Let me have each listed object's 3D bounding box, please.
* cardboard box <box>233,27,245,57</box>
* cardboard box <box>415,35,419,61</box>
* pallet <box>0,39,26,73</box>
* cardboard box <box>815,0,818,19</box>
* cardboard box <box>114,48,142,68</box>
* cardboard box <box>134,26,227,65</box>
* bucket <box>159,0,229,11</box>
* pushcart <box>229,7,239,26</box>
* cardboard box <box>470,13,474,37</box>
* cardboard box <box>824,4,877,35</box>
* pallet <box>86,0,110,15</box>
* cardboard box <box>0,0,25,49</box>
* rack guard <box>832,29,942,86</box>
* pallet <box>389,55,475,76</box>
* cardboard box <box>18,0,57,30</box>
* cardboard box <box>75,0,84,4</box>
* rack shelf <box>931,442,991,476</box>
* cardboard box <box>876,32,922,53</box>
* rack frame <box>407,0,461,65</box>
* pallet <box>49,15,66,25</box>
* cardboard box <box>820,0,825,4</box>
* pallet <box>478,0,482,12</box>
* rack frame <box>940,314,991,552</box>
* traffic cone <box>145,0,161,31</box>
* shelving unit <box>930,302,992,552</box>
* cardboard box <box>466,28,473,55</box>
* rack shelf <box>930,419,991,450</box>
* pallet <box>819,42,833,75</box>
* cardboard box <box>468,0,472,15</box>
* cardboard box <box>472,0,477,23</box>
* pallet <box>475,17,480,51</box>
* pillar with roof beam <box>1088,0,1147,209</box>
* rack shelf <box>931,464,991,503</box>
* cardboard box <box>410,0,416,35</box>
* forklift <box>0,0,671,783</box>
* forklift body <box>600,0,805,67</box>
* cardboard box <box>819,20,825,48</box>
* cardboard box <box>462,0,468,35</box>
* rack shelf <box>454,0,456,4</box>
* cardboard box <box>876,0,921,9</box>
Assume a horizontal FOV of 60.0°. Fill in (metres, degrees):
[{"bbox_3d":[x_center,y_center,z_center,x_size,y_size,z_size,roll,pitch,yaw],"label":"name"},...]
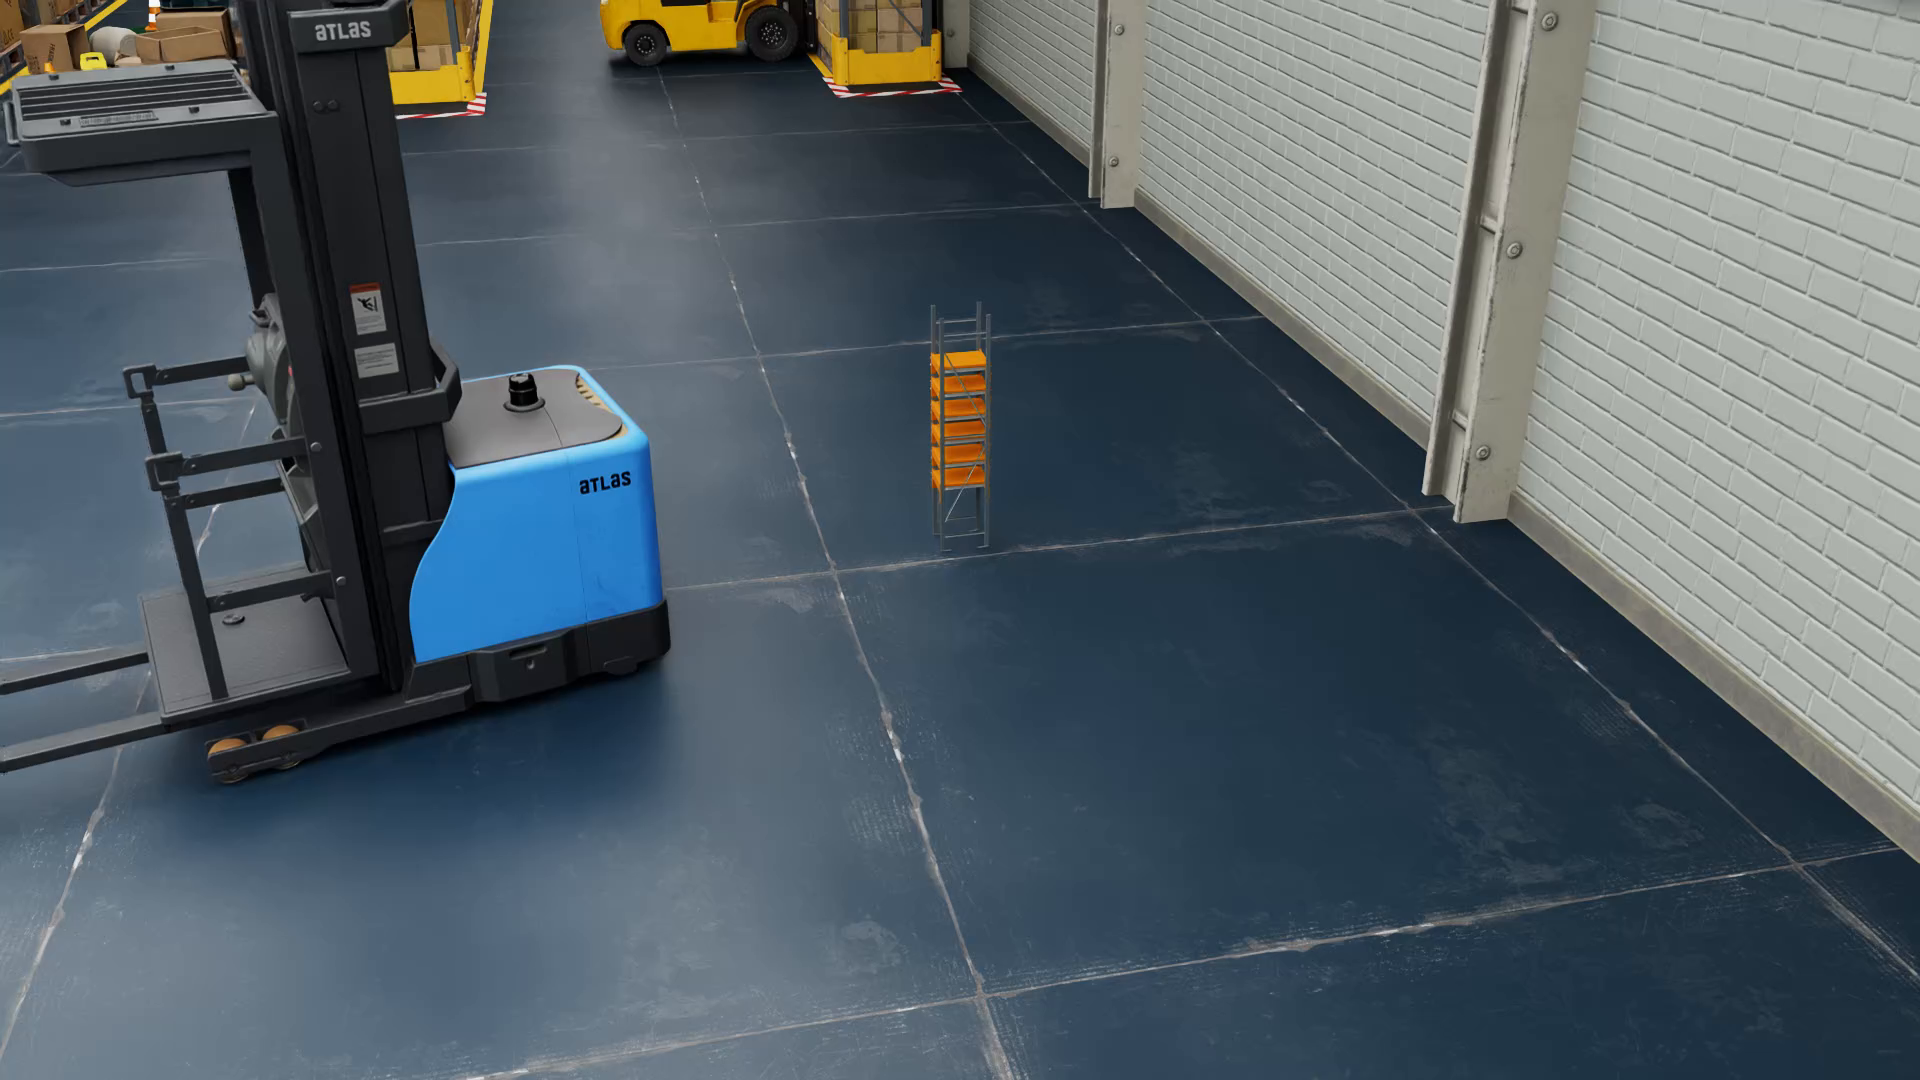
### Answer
[{"bbox_3d":[-8.445,-5.851,19.547,0.396,0.266,0.258,19,32,32],"label":"cardboard box"},{"bbox_3d":[-6.190,-5.406,18.218,0.500,0.250,0.500,-6,27,-11],"label":"cardboard box"},{"bbox_3d":[-11.243,-5.513,18.938,1.003,0.211,1.213,-6,27,-12],"label":"pallet"},{"bbox_3d":[-1.455,-6.207,19.250,0.500,0.250,0.500,-7,28,-13],"label":"cardboard box"},{"bbox_3d":[-9.156,-5.312,18.479,0.396,0.266,0.258,-1,27,-3],"label":"cardboard box"},{"bbox_3d":[-8.499,-5.290,18.173,0.637,0.503,0.797,19,32,32],"label":"cardboard box"},{"bbox_3d":[-9.061,-6.491,19.728,0.726,0.611,0.620,3,17,6],"label":"bucket"},{"bbox_3d":[-8.748,-6.223,20.160,1.648,0.377,0.936,-16,31,-29],"label":"pushcart"},{"bbox_3d":[-5.903,-5.918,19.231,0.500,0.250,0.500,-6,27,-11],"label":"cardboard box"},{"bbox_3d":[-1.216,-5.761,18.367,0.500,0.250,0.500,-6,27,-12],"label":"cardboard box"},{"bbox_3d":[-12.135,-7.257,22.394,1.003,0.211,1.213,-6,27,-12],"label":"pallet"},{"bbox_3d":[-11.264,-6.055,18.810,0.875,0.875,0.875,-6,27,-11],"label":"cardboard box"},{"bbox_3d":[-0.796,-5.270,18.136,1.175,0.500,0.348,-6,27,-12],"label":"rack guard"},{"bbox_3d":[-5.802,-5.039,18.000,1.003,0.211,1.213,-6,27,-12],"label":"pallet"},{"bbox_3d":[-11.565,-6.546,19.921,1.050,0.750,0.750,-6,27,-12],"label":"cardboard box"},{"bbox_3d":[-11.989,-7.379,21.571,1.050,0.750,0.750,-6,27,-11],"label":"cardboard box"},{"bbox_3d":[0.003,-0.382,8.041,0.258,0.103,0.180,-6,27,-12],"label":"rack shelf"},{"bbox_3d":[-0.722,-5.592,18.585,0.500,0.250,0.500,-6,27,-11],"label":"cardboard box"},{"bbox_3d":[-5.637,-5.891,16.592,1.000,3.000,0.127,-6,27,-12],"label":"rack frame"},{"bbox_3d":[-11.585,-6.186,20.271,1.003,0.211,1.213,-6,27,-12],"label":"pallet"},{"bbox_3d":[-1.330,-6.197,18.674,0.500,0.250,0.500,-5,27,-11],"label":"cardboard box"},{"bbox_3d":[-6.993,-7.280,22.439,1.003,0.211,1.213,-6,27,-12],"label":"pallet"},{"bbox_3d":[0.024,-0.489,7.887,0.240,1.200,0.006,-6,27,-12],"label":"rack frame"},{"bbox_3d":[-10.169,-6.709,21.029,0.336,0.463,0.334,-6,27,-12],"label":"traffic cone"},{"bbox_3d":[0.003,-0.529,7.967,0.258,1.200,0.189,-6,27,-12],"label":"shelving unit"},{"bbox_3d":[-5.657,-5.458,18.320,0.500,0.250,0.500,-5,27,-10],"label":"cardboard box"},{"bbox_3d":[0.003,-0.490,7.987,0.258,0.103,0.180,-6,27,-12],"label":"rack shelf"},{"bbox_3d":[-1.015,-5.483,18.879,1.003,0.211,1.213,-6,27,-12],"label":"pallet"},{"bbox_3d":[-5.911,-6.262,19.081,0.500,0.500,0.500,-5,27,-9],"label":"cardboard box"},{"bbox_3d":[-6.143,-6.374,20.136,0.500,0.250,0.500,-5,27,-9],"label":"cardboard box"},{"bbox_3d":[-6.352,-6.111,20.122,1.003,0.211,1.213,-6,27,-12],"label":"pallet"},{"bbox_3d":[-2.922,-6.401,10.944,9.100,9.000,0.400,-6,27,-12],"label":"pillar with roof beam"},{"bbox_3d":[0.003,-0.275,8.095,0.258,0.103,0.180,-6,27,-12],"label":"rack shelf"},{"bbox_3d":[-6.192,-5.739,18.045,0.500,0.500,0.500,-5,27,-10],"label":"cardboard box"},{"bbox_3d":[-2.793,-0.647,6.279,3.031,2.935,1.130,-14,30,-25],"label":"forklift"},{"bbox_3d":[-3.006,-6.665,19.067,2.313,2.155,1.214,-6,27,-12],"label":"forklift body"},{"bbox_3d":[-1.318,-5.750,18.898,0.500,0.250,0.500,-6,27,-12],"label":"cardboard box"},{"bbox_3d":[-5.677,-5.807,18.180,0.500,0.500,0.500,-7,28,-14],"label":"cardboard box"},{"bbox_3d":[-6.087,-6.448,18.494,1.077,0.370,4.000,-6,27,-12],"label":"rack shelf"},{"bbox_3d":[-0.725,-6.033,18.350,0.500,0.250,0.500,-6,27,-12],"label":"cardboard box"}]
